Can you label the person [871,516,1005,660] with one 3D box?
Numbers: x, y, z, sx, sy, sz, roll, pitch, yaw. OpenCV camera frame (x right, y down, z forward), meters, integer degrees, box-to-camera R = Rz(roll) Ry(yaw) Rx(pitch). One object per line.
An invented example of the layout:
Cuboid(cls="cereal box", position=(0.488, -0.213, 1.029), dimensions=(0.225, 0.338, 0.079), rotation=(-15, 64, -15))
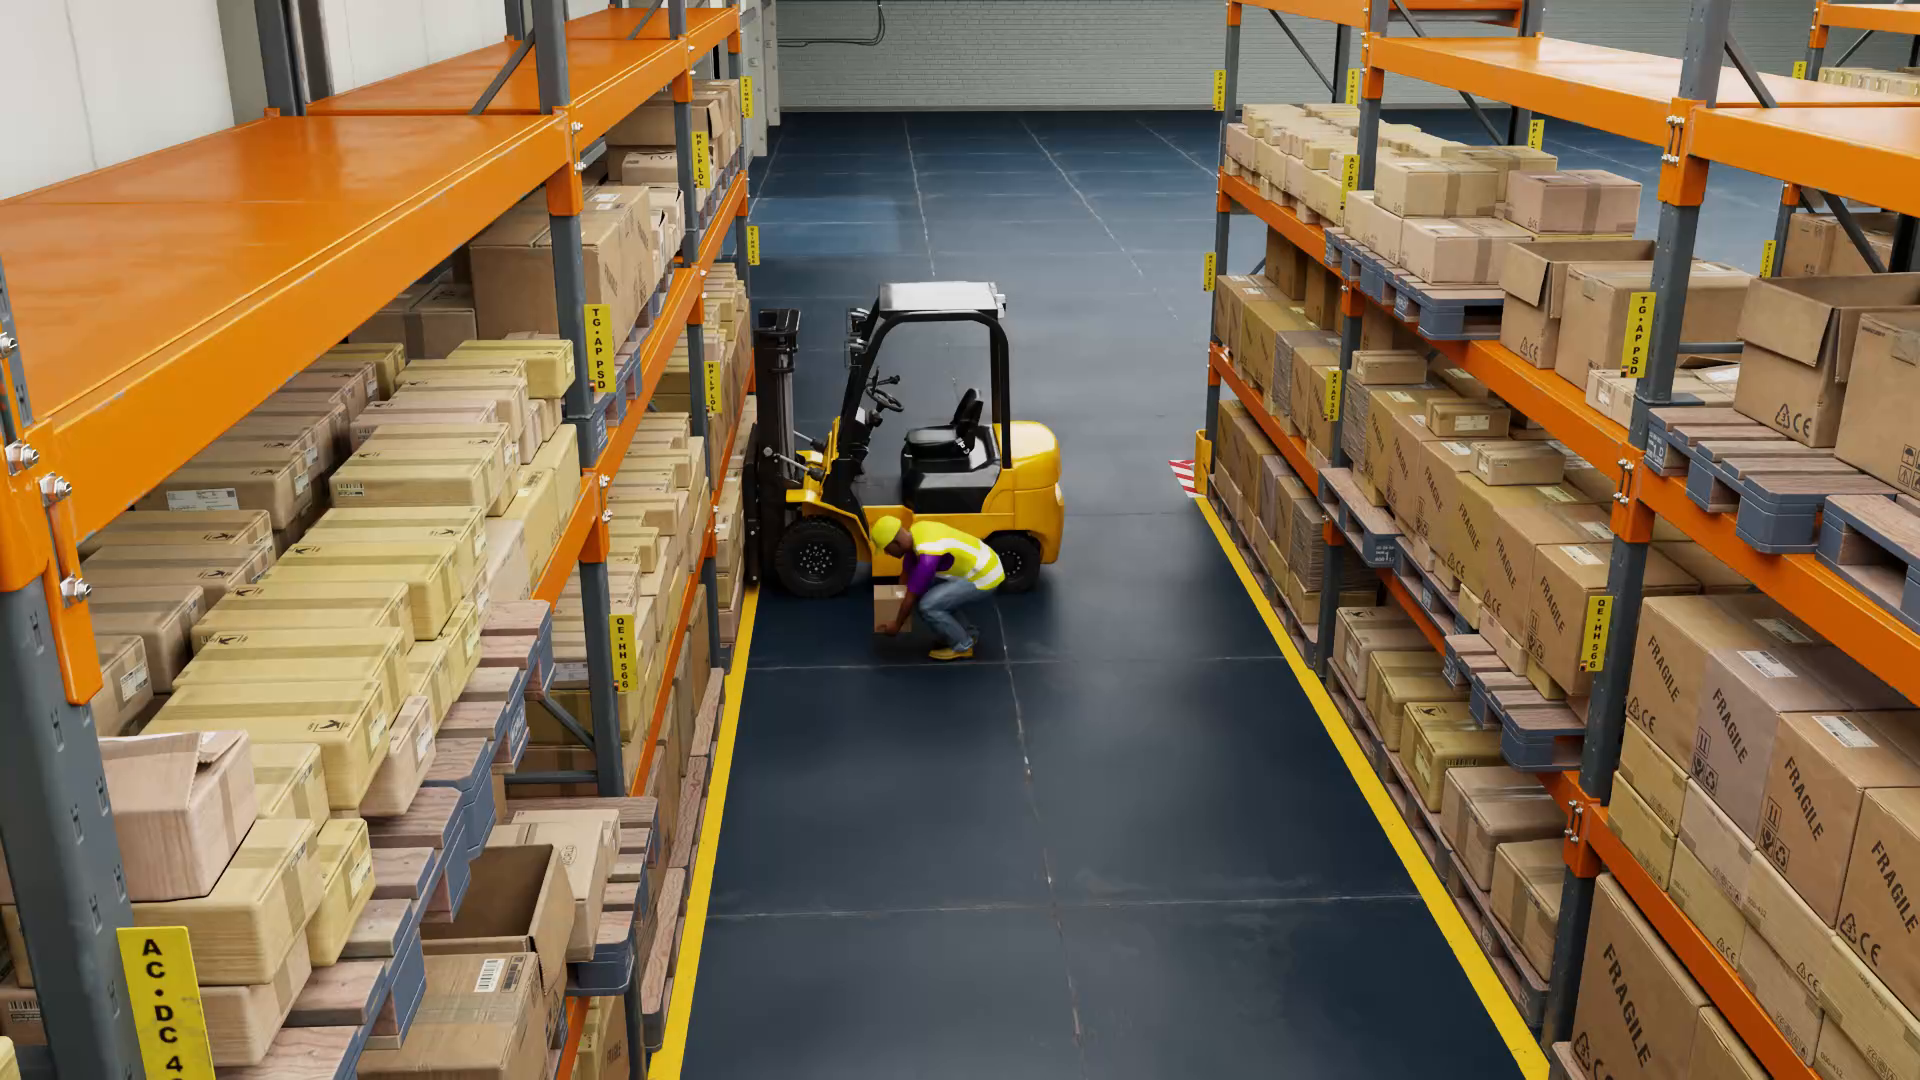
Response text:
Cuboid(cls="person", position=(-0.147, 0.305, 11.307), dimensions=(0.905, 1.018, 0.537), rotation=(-2, 20, -4))
